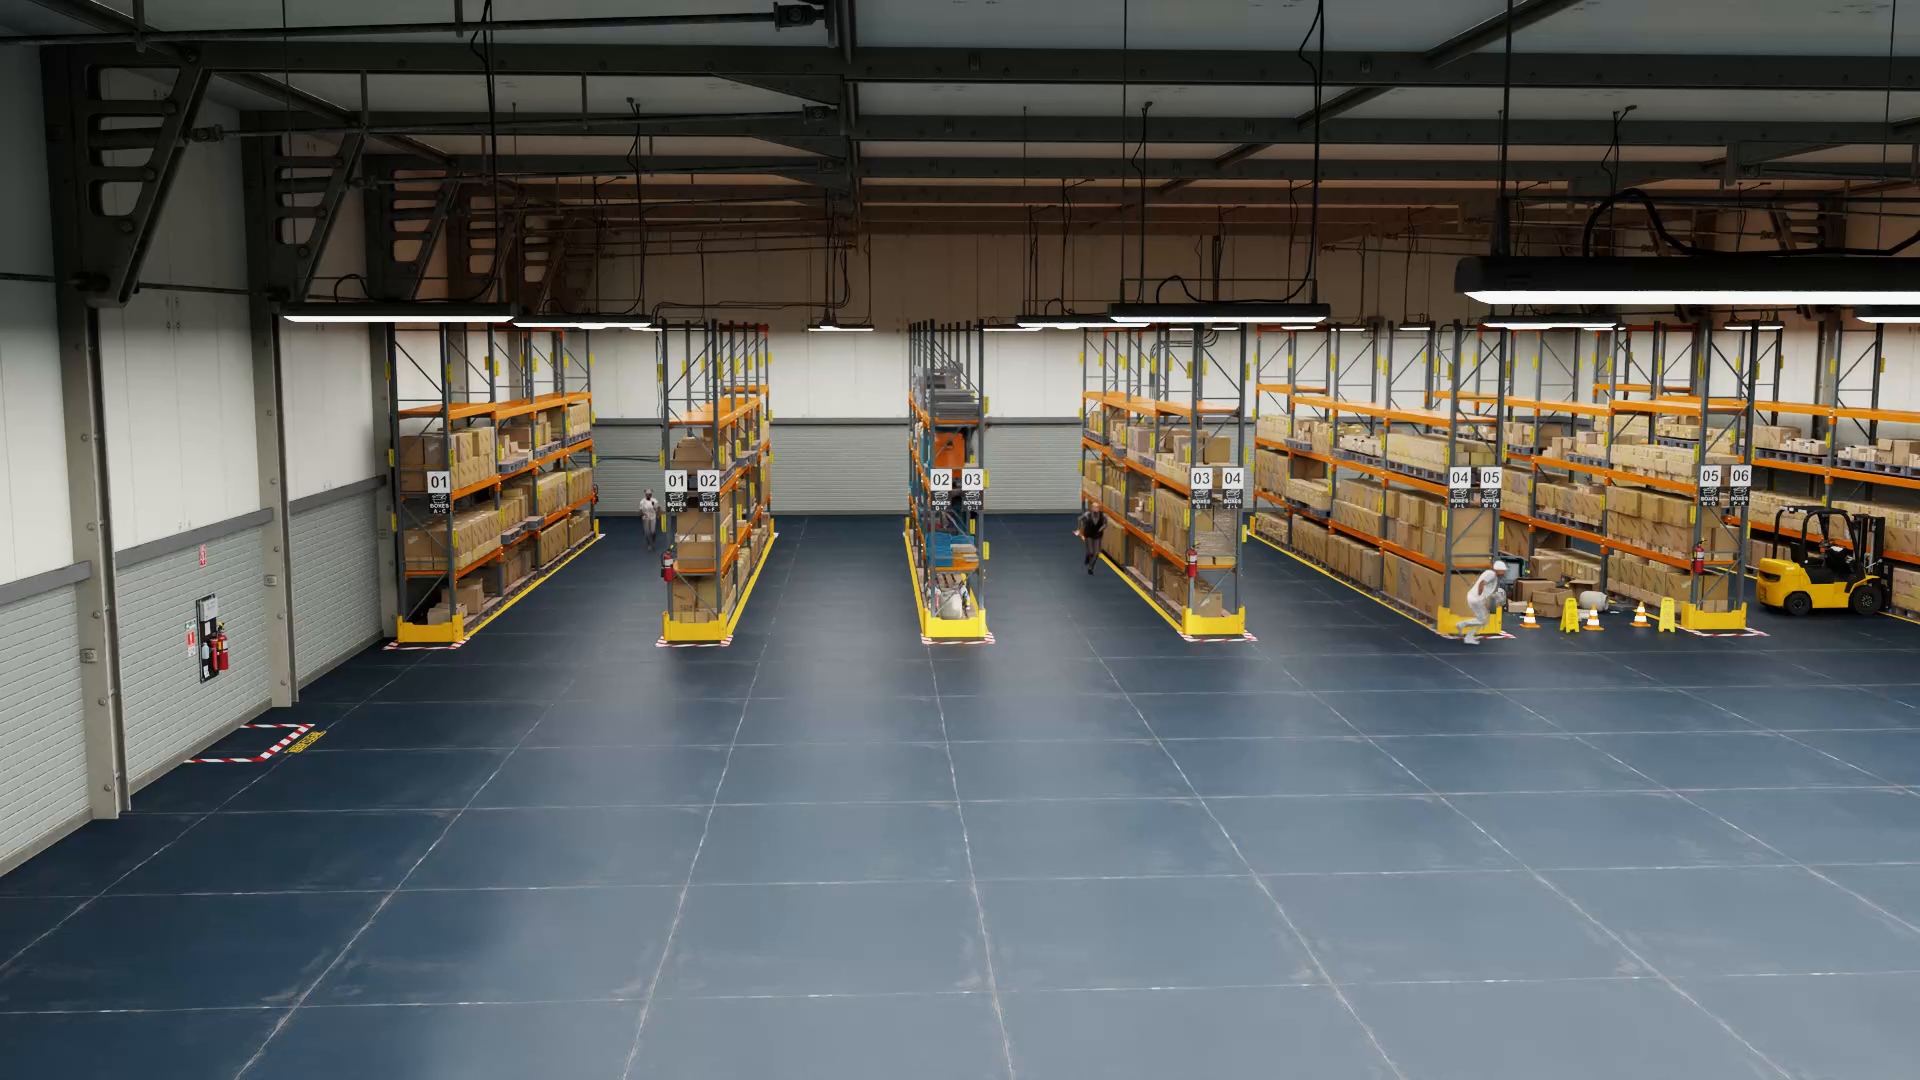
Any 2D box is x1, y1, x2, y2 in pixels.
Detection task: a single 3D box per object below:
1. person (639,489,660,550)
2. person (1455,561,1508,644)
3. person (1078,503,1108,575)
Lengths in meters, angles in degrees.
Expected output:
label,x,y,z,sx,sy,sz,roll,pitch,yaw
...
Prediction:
label,x,y,z,sx,sy,sz,roll,pitch,yaw
person,-8.228,-0.548,44.132,0.552,1.648,0.663,-1,7,-10
person,9.623,1.163,30.699,0.914,1.580,0.708,2,7,14
person,3.022,-0.030,37.709,0.638,1.662,0.719,-2,7,-12
